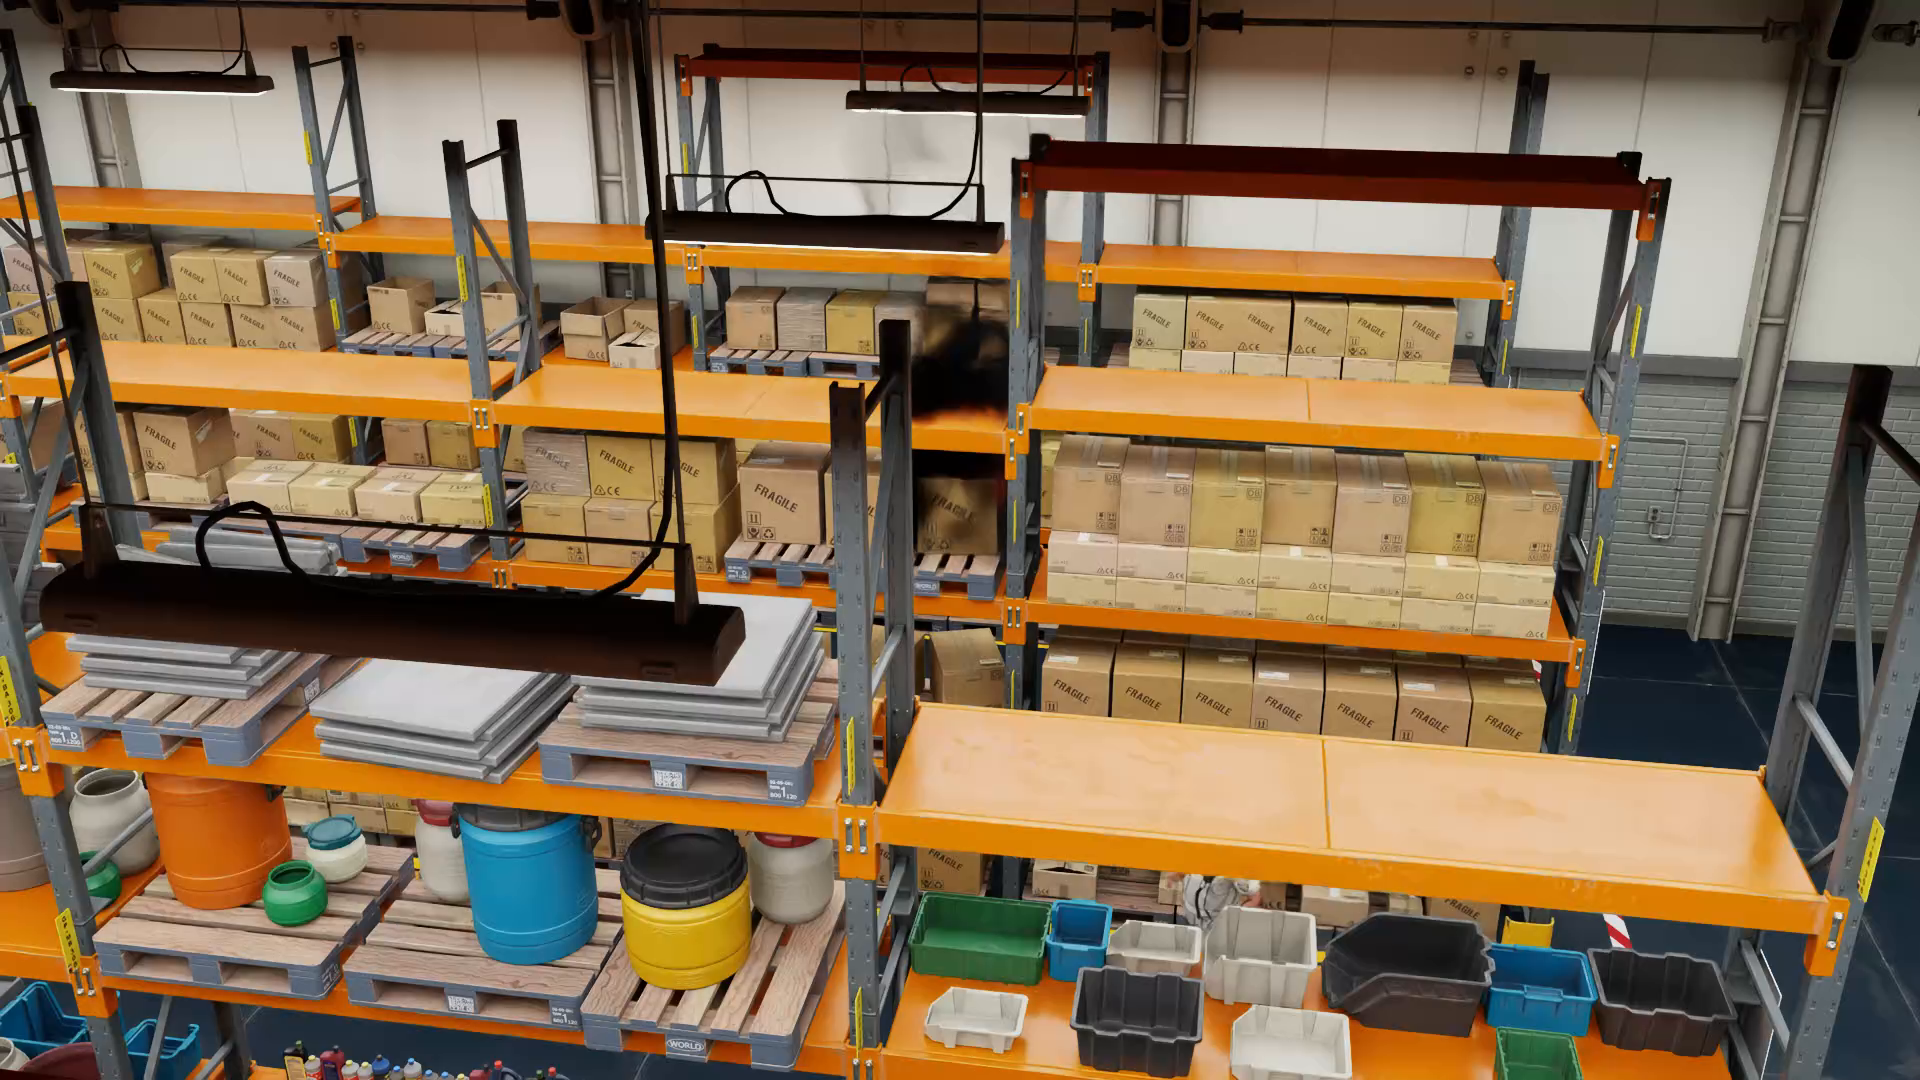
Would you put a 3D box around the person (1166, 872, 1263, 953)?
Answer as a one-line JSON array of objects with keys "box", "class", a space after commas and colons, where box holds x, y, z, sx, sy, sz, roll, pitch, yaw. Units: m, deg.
[{"box": [1.729, 2.581, 11.311, 0.860, 1.835, 0.646, -2, 23, -4], "class": "person"}]
